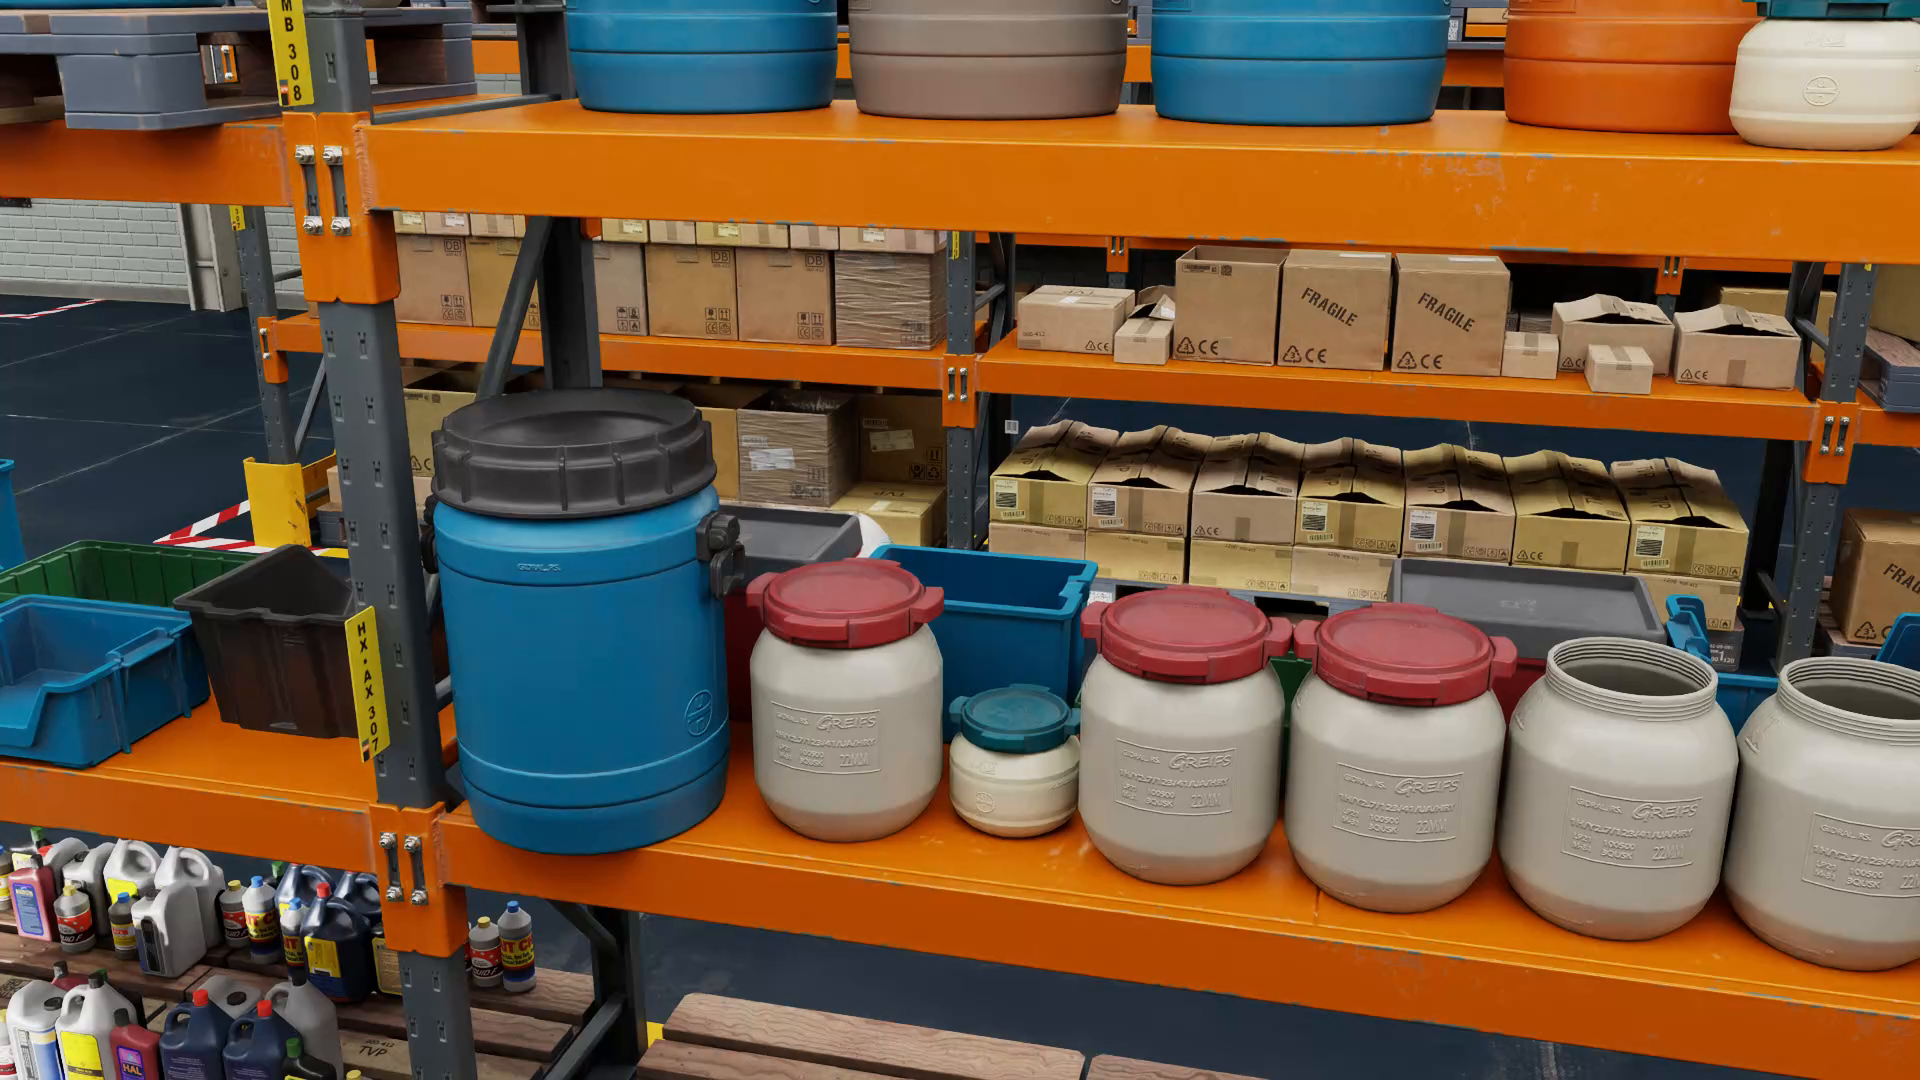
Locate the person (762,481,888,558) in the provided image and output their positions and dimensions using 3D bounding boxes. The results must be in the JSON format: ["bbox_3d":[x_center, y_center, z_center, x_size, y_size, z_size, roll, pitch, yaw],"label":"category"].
[{"bbox_3d":[-0.777,0.165,7.788,0.880,0.890,0.448,4,19,12],"label":"person"}]
